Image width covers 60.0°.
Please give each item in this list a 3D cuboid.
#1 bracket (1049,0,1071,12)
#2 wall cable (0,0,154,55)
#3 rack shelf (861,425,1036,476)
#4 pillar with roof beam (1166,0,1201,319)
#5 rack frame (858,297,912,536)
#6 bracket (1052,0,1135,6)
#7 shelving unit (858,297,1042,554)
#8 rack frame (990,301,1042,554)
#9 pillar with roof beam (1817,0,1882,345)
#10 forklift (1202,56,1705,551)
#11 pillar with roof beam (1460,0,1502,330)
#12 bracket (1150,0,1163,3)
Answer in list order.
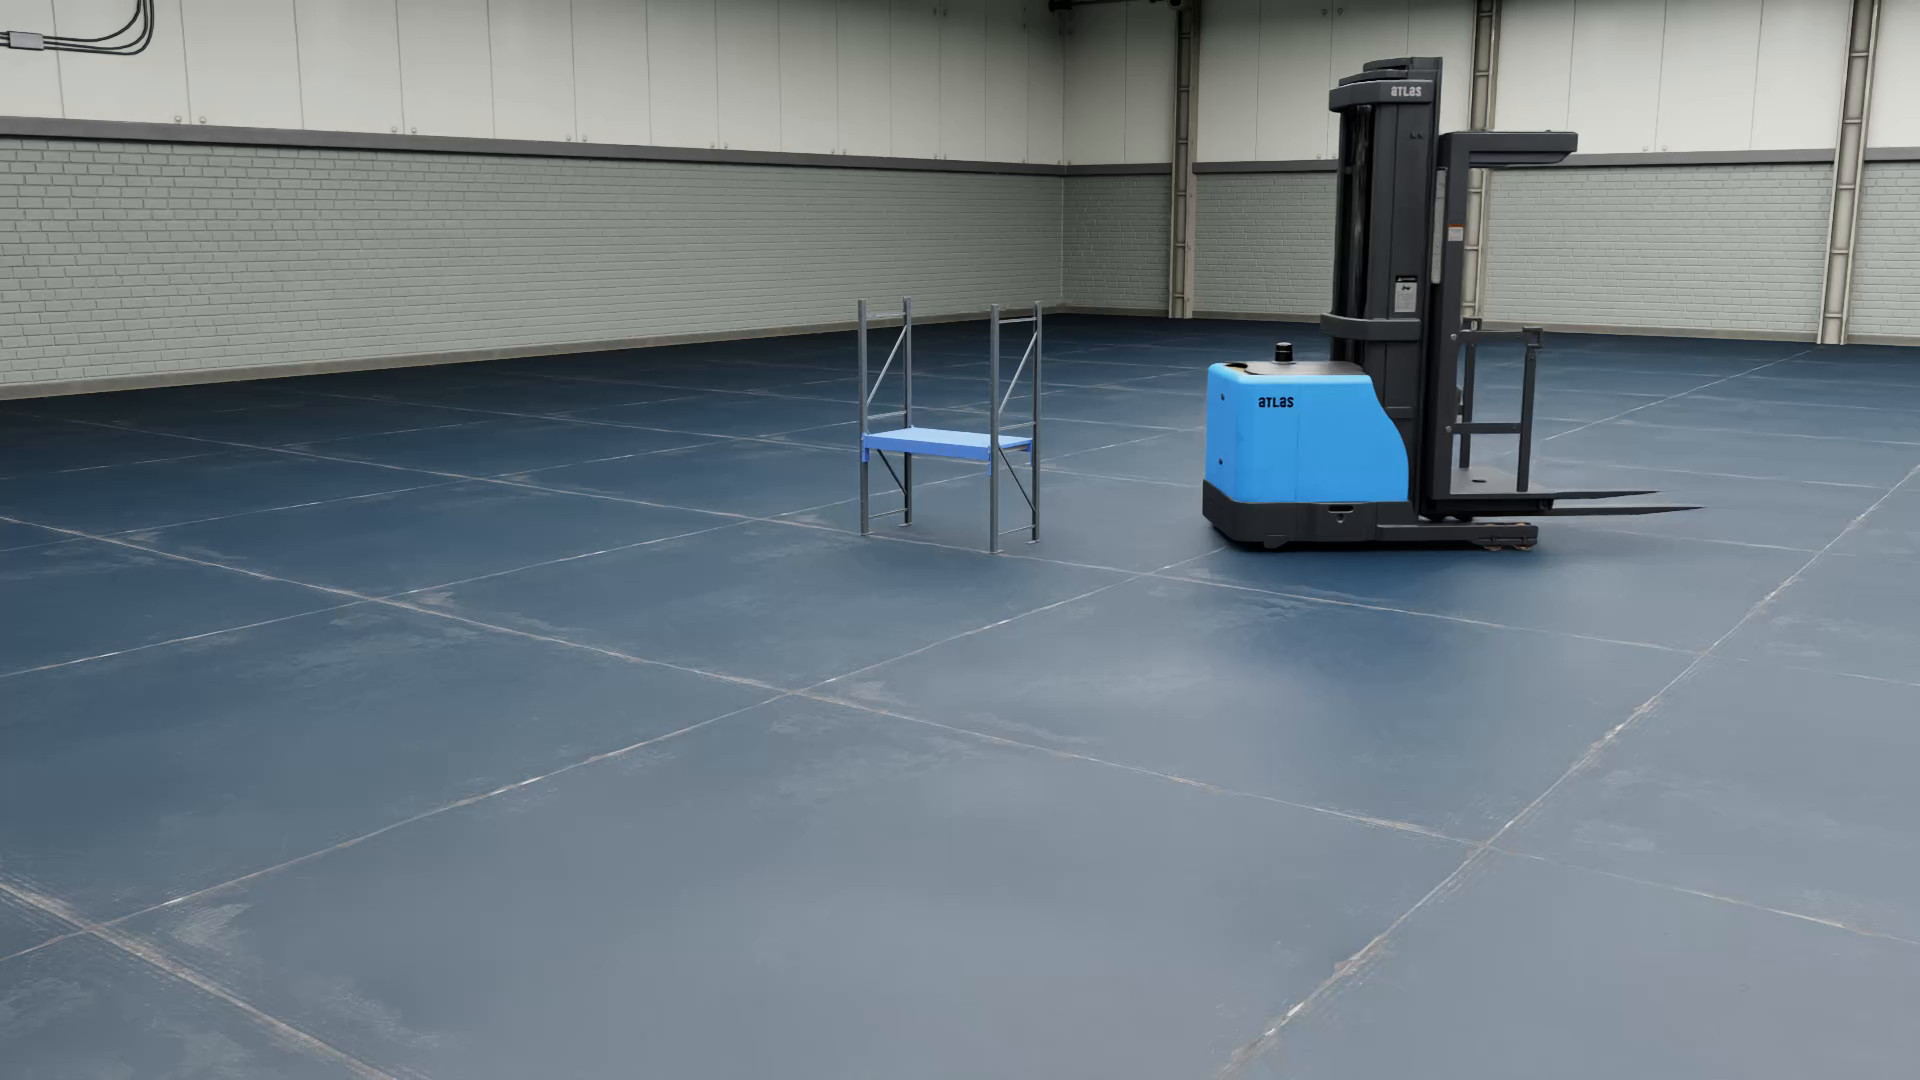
[{"bbox_3d":[2.063,-10.992,34.181,0.430,0.232,0.235,8,13,36],"label":"bracket"},{"bbox_3d":[-10.087,-7.799,18.197,0.169,6.003,2.305,8,13,36],"label":"wall cable"},{"bbox_3d":[-0.069,-0.569,10.471,1.000,0.185,0.538,8,13,36],"label":"rack shelf"},{"bbox_3d":[1.970,-8.307,29.779,0.548,9.000,9.100,8,13,36],"label":"pillar with roof beam"},{"bbox_3d":[-0.478,-0.803,10.732,0.032,1.500,0.500,8,13,36],"label":"rack frame"},{"bbox_3d":[2.539,-10.926,33.838,3.189,0.066,0.076,8,13,36],"label":"bracket"},{"bbox_3d":[-0.069,-0.746,10.437,1.048,1.500,0.538,8,13,36],"label":"shelving unit"},{"bbox_3d":[0.341,-0.689,10.141,0.032,1.500,0.500,8,13,36],"label":"rack frame"},{"bbox_3d":[11.642,-6.958,22.805,0.400,9.000,9.100,8,13,36],"label":"pillar with roof beam"},{"bbox_3d":[3.142,-1.473,10.426,3.031,2.935,1.130,-1,11,-4],"label":"forklift"},{"bbox_3d":[6.806,-7.633,26.292,0.400,9.000,9.100,8,13,36],"label":"pillar with roof beam"},{"bbox_3d":[3.973,-10.726,32.804,0.430,0.232,0.235,8,13,36],"label":"bracket"}]
